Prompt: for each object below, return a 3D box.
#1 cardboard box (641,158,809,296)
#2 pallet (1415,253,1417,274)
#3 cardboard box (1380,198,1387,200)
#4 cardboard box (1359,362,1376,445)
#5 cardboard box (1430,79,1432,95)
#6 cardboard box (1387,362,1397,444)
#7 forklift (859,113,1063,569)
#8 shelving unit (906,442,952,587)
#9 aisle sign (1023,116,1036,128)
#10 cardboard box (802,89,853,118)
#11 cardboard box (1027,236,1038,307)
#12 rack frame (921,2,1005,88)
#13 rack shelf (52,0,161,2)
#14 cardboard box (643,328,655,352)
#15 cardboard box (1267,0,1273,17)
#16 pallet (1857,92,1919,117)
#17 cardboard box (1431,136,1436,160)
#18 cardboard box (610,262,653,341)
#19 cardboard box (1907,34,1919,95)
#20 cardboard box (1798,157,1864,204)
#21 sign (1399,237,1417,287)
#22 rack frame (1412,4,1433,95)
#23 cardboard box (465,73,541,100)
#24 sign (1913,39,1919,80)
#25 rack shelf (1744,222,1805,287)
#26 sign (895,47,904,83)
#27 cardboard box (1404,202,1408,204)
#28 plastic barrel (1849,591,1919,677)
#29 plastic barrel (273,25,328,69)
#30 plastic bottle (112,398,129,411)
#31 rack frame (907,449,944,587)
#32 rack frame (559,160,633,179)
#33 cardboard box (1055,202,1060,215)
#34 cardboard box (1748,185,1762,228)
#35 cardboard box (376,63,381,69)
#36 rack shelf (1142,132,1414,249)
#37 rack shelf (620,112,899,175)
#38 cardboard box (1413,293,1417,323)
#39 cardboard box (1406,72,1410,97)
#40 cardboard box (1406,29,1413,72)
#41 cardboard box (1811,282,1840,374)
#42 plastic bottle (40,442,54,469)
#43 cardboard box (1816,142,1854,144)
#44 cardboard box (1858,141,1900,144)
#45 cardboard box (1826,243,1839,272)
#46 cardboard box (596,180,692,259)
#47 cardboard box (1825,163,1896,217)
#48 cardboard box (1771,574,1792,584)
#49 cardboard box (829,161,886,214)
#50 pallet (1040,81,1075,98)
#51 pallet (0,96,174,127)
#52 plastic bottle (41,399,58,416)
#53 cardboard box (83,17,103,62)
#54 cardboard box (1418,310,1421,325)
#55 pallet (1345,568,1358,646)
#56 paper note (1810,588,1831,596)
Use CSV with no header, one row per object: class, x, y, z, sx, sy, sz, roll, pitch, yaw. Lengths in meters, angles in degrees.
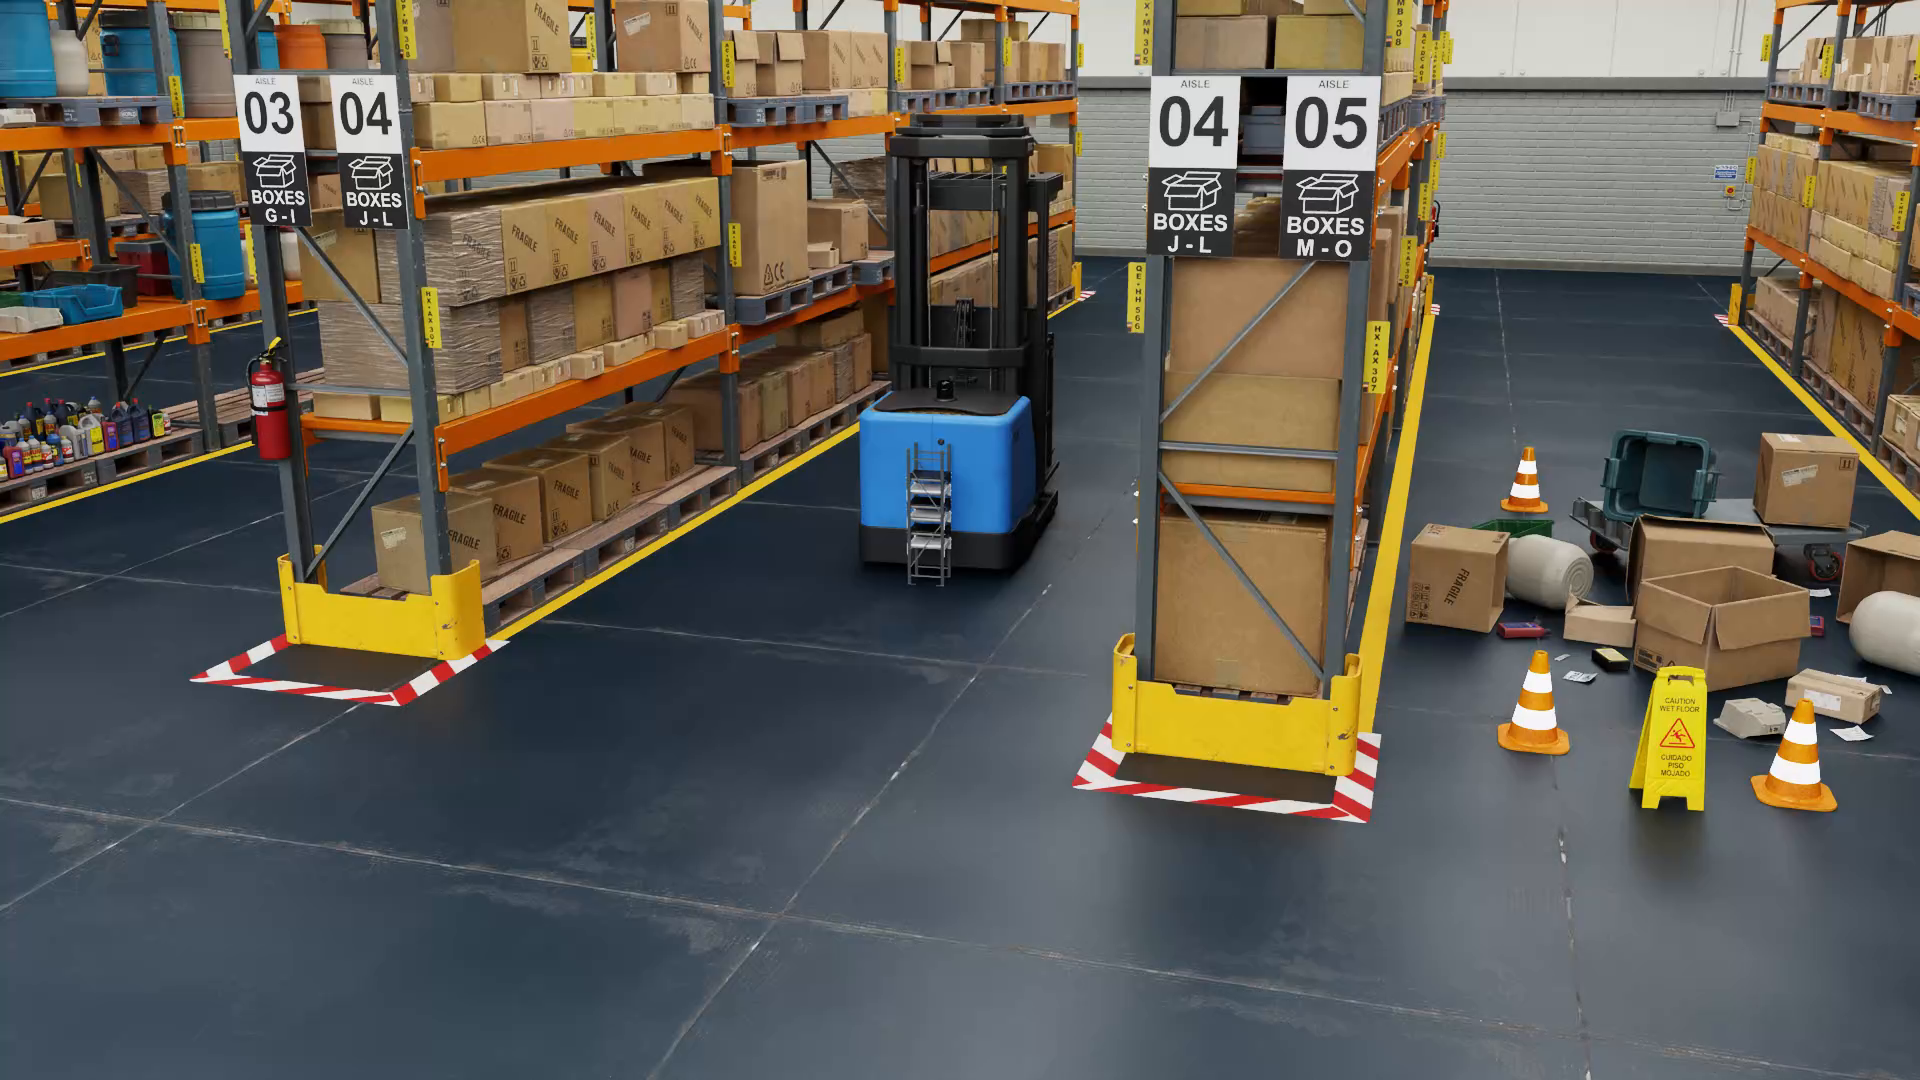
cardboard box,-1.880,-2.560,13.490,1.000,1.000,1.000,5,17,16
pallet,3.723,-2.610,15.887,1.213,0.211,1.003,5,16,16
cardboard box,2.766,-2.256,12.270,0.700,0.500,0.500,4,16,15
cardboard box,1.826,-0.870,9.125,0.875,0.550,0.550,5,16,16
cardboard box,4.176,-4.259,15.669,0.500,0.500,0.500,5,16,16
cardboard box,3.118,-1.246,14.080,1.050,0.750,0.750,5,17,17
forklift,0.129,-1.578,12.022,1.130,2.935,3.031,3,16,11
shelving unit,-0.200,-0.166,10.764,0.258,0.900,0.210,3,16,11
aisle sign,0.903,-6.305,23.797,0.394,0.787,0.004,5,16,16
cardboard box,-1.277,-3.885,14.806,0.500,0.250,0.500,5,17,17
cardboard box,0.553,-3.547,21.963,0.875,0.875,0.875,5,16,16
rack frame,0.033,-6.852,19.495,1.000,3.000,0.127,5,16,16
rack shelf,-7.558,-4.081,11.778,1.077,0.370,4.000,5,16,16
cardboard box,-2.390,-1.418,11.792,0.380,0.149,0.250,5,16,16
cardboard box,1.409,-2.751,8.580,0.380,0.149,0.250,5,17,16
pallet,8.845,-3.968,15.172,1.003,0.211,1.213,5,17,18
cardboard box,5.427,-4.592,19.962,0.500,0.500,0.500,5,17,17
cardboard box,-2.649,-1.684,11.542,0.875,0.500,0.500,5,16,16
cardboard box,8.360,-3.956,13.823,0.797,0.503,0.637,4,16,12
cardboard box,9.404,-3.871,17.965,0.500,0.500,0.500,4,16,15
sign,3.019,-1.873,11.206,0.100,0.325,0.005,5,16,16
rack frame,3.623,-5.394,14.356,1.000,3.000,0.127,5,16,16
cardboard box,-2.738,-2.708,9.926,0.380,0.149,0.250,5,16,16
sign,7.868,-3.926,13.583,0.100,0.325,0.005,5,16,16
rack shelf,10.103,-3.374,19.547,1.077,0.370,4.000,5,16,16
sign,-0.584,-4.568,15.994,0.100,0.325,0.005,5,16,16
cardboard box,4.239,-3.256,16.412,0.380,0.149,0.250,5,17,18
plastic barrel,5.260,0.524,9.206,0.421,0.421,0.512,-10,19,-32
plastic barrel,-6.480,-4.584,16.209,0.600,0.830,0.708,5,16,16
plastic bottle,-7.034,-1.014,13.957,0.144,0.351,0.185,5,16,16
rack frame,-0.221,-0.138,10.668,0.240,0.900,0.006,3,16,11
rack frame,-4.716,-4.350,21.668,1.000,3.000,0.127,5,16,16
cardboard box,1.167,-4.573,22.916,0.380,0.149,0.250,5,17,17
cardboard box,10.259,-4.188,20.916,0.500,0.500,0.500,4,16,15
cardboard box,-8.652,-6.846,24.330,0.500,0.250,0.500,5,16,16
rack shelf,1.918,-2.035,9.329,1.077,0.370,4.000,5,16,16
rack shelf,-1.672,-3.493,14.468,1.077,0.370,4.000,5,16,16
cardboard box,4.495,-2.427,17.328,0.500,0.250,0.500,4,16,13
cardboard box,2.473,-2.713,9.909,0.380,0.149,0.250,5,16,16
cardboard box,2.449,-2.945,9.994,0.500,0.250,0.500,5,16,16
cardboard box,9.435,-2.209,17.243,0.875,0.875,0.875,5,17,18
plastic bottle,-7.158,-0.668,13.008,0.097,0.201,0.097,0,16,0
cardboard box,9.576,-4.269,18.177,0.380,0.149,0.250,5,16,16
cardboard box,10.092,-4.299,18.286,0.380,0.149,0.250,5,16,15
cardboard box,8.850,-2.762,16.345,0.500,0.250,0.500,4,16,15
cardboard box,-2.245,-2.275,11.792,0.500,0.500,0.500,5,16,16
cardboard box,9.016,-3.498,16.650,0.500,0.500,0.500,5,16,16
cardboard box,4.972,0.258,10.433,0.258,0.266,0.396,-7,17,-23
cardboard box,-0.880,-3.640,17.143,0.797,0.503,0.637,5,17,18
pallet,0.969,-6.218,22.919,1.003,0.211,1.213,5,16,16
pallet,-7.101,-3.413,13.213,1.213,0.211,1.003,5,16,16
plastic bottle,-7.616,-1.015,13.959,0.144,0.351,0.185,5,17,17
cardboard box,-10.326,-5.908,19.647,0.500,0.500,0.500,5,16,16
cardboard box,5.170,-2.598,19.402,0.380,0.149,0.250,5,17,18
pallet,1.850,0.393,10.057,1.003,0.211,1.213,5,16,16
paper note,5.475,0.331,10.608,0.148,0.019,0.142,5,16,16
